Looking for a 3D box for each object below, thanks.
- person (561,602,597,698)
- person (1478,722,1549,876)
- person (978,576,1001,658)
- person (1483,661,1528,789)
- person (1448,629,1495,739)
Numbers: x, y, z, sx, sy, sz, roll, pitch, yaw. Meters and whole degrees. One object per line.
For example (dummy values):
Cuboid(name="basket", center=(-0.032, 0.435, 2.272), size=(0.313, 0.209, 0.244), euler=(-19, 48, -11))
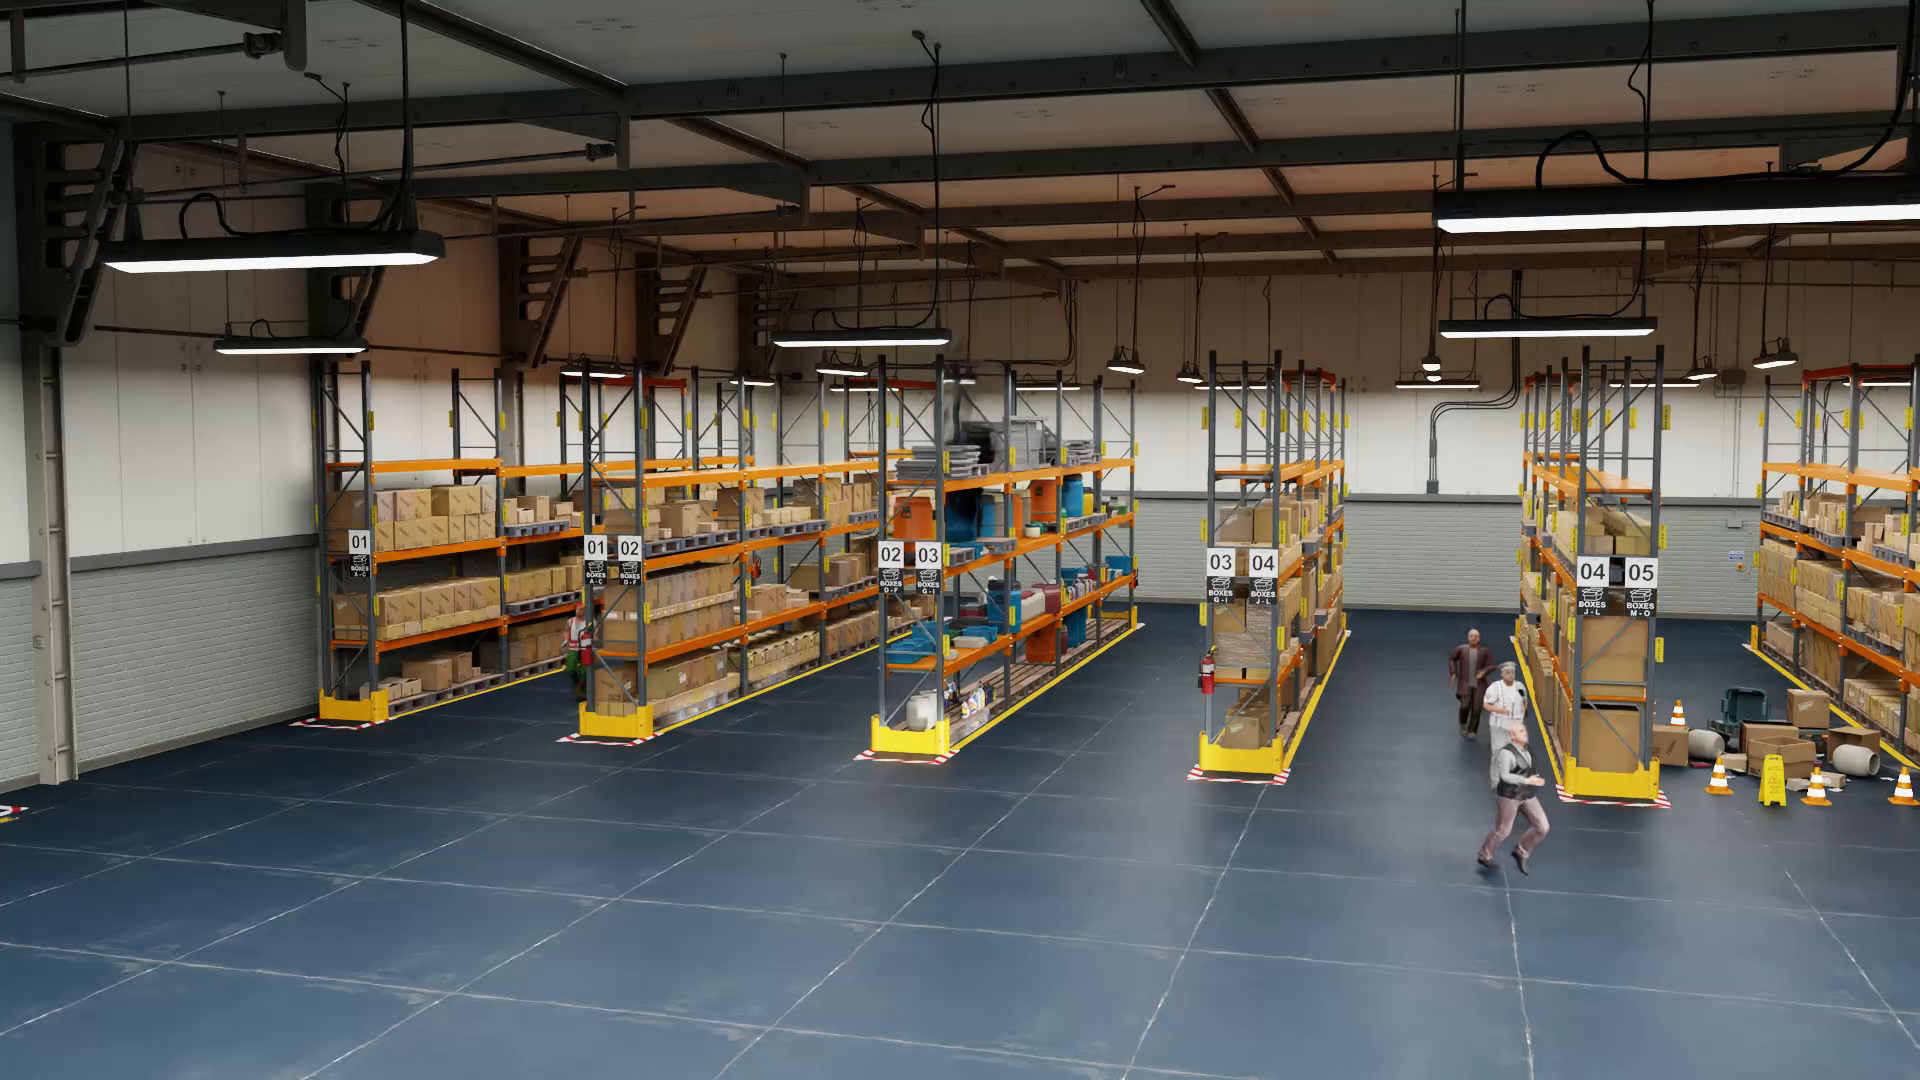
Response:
Cuboid(name="person", center=(-6.848, 1.986, 29.842), size=(0.664, 1.739, 0.603), euler=(0, 4, 3))
Cuboid(name="person", center=(6.124, 2.836, 18.265), size=(0.661, 1.701, 0.853), euler=(-2, 5, -29))
Cuboid(name="person", center=(0.669, 1.627, 35.062), size=(0.648, 1.737, 0.614), euler=(1, 4, 10))
Cuboid(name="person", center=(7.382, 2.534, 22.406), size=(0.640, 1.814, 0.653), euler=(0, 4, -1))
Cuboid(name="person", center=(7.999, 2.267, 25.991), size=(0.704, 1.734, 0.653), euler=(1, 4, 14))
